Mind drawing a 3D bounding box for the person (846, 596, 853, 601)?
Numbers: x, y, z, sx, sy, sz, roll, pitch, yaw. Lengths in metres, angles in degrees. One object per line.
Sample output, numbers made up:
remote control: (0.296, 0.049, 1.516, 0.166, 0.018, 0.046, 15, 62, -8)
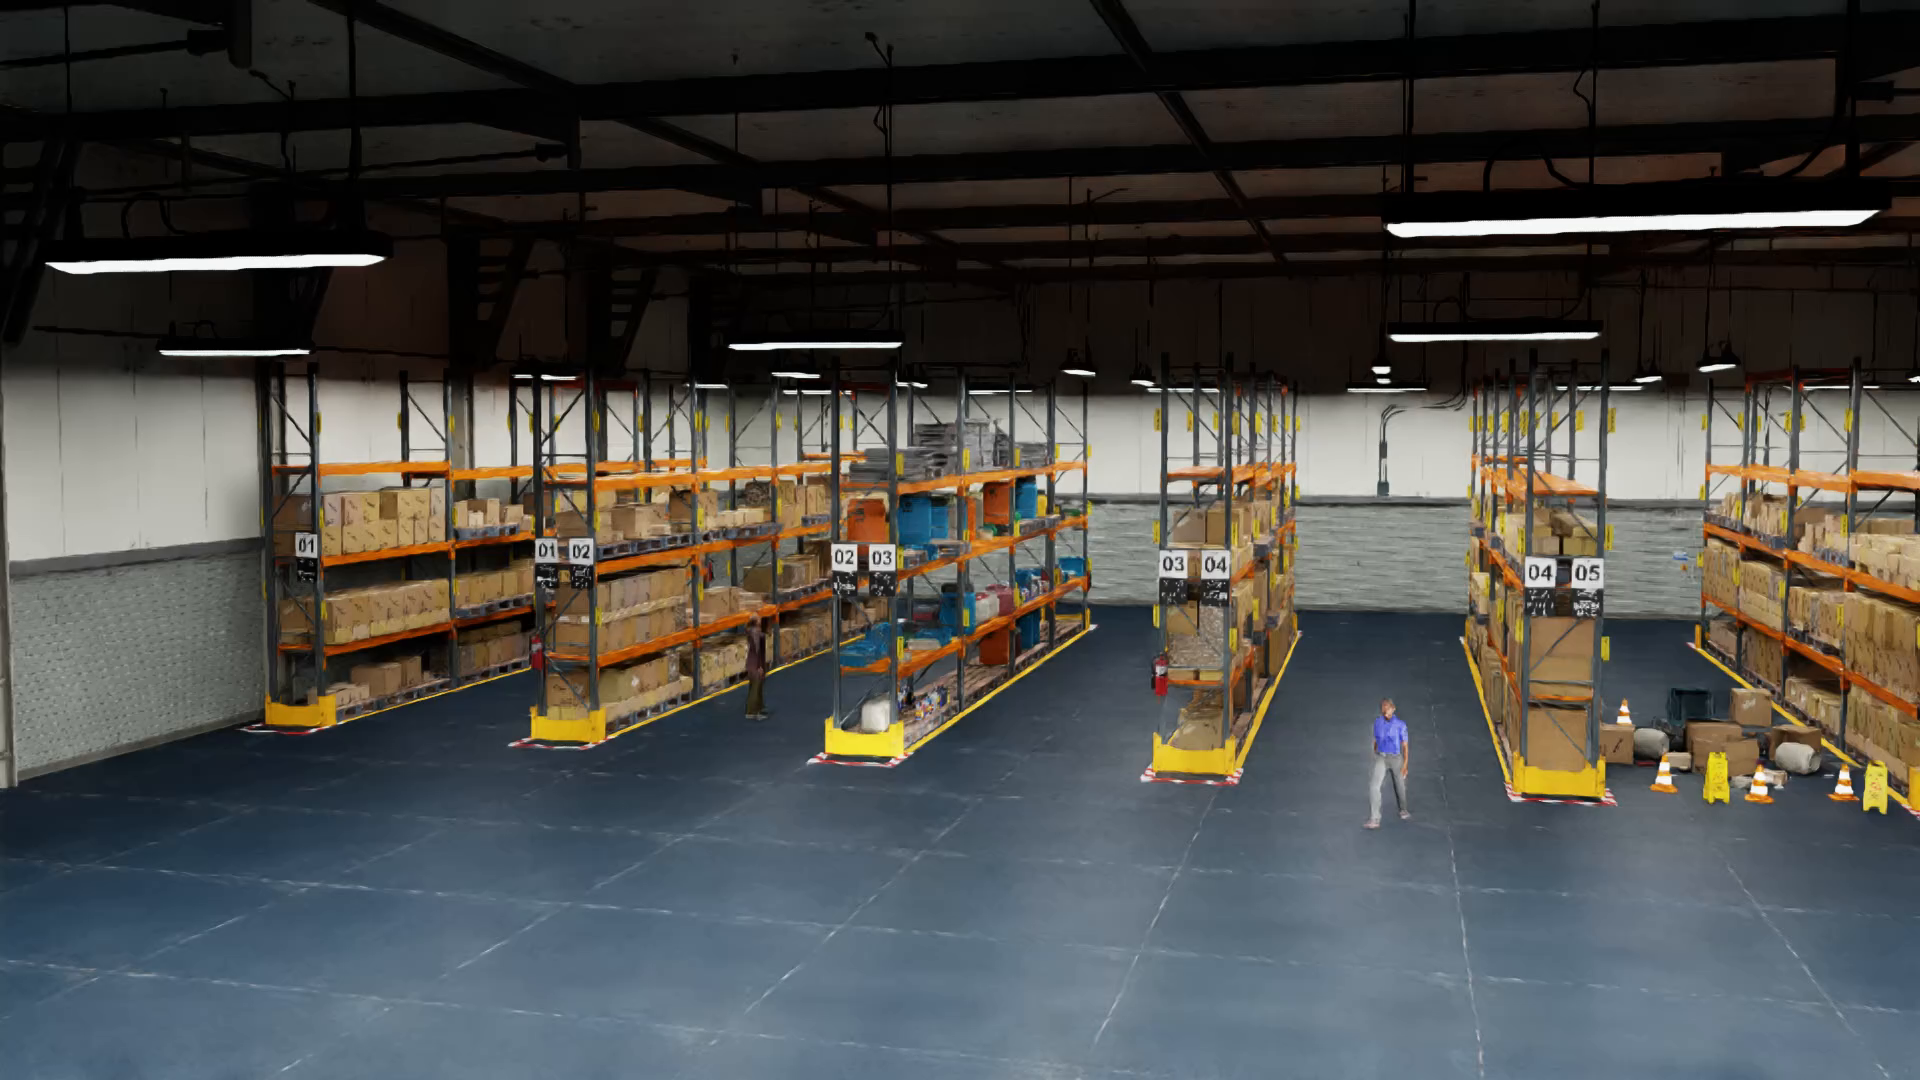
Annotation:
person: (-3.005, 1.110, 43.110, 0.535, 1.743, 0.939, 3, 5, 33)

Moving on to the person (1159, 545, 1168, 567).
person: (5.503, 1.016, 43.867, 0.481, 1.769, 0.650, -2, 4, -22)

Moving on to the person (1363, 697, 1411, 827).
person: (5.360, 2.794, 20.687, 0.471, 1.488, 0.915, 2, 5, 31)

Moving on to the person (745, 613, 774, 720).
person: (-3.400, 2.119, 28.122, 0.515, 1.785, 0.638, -1, 4, -13)
